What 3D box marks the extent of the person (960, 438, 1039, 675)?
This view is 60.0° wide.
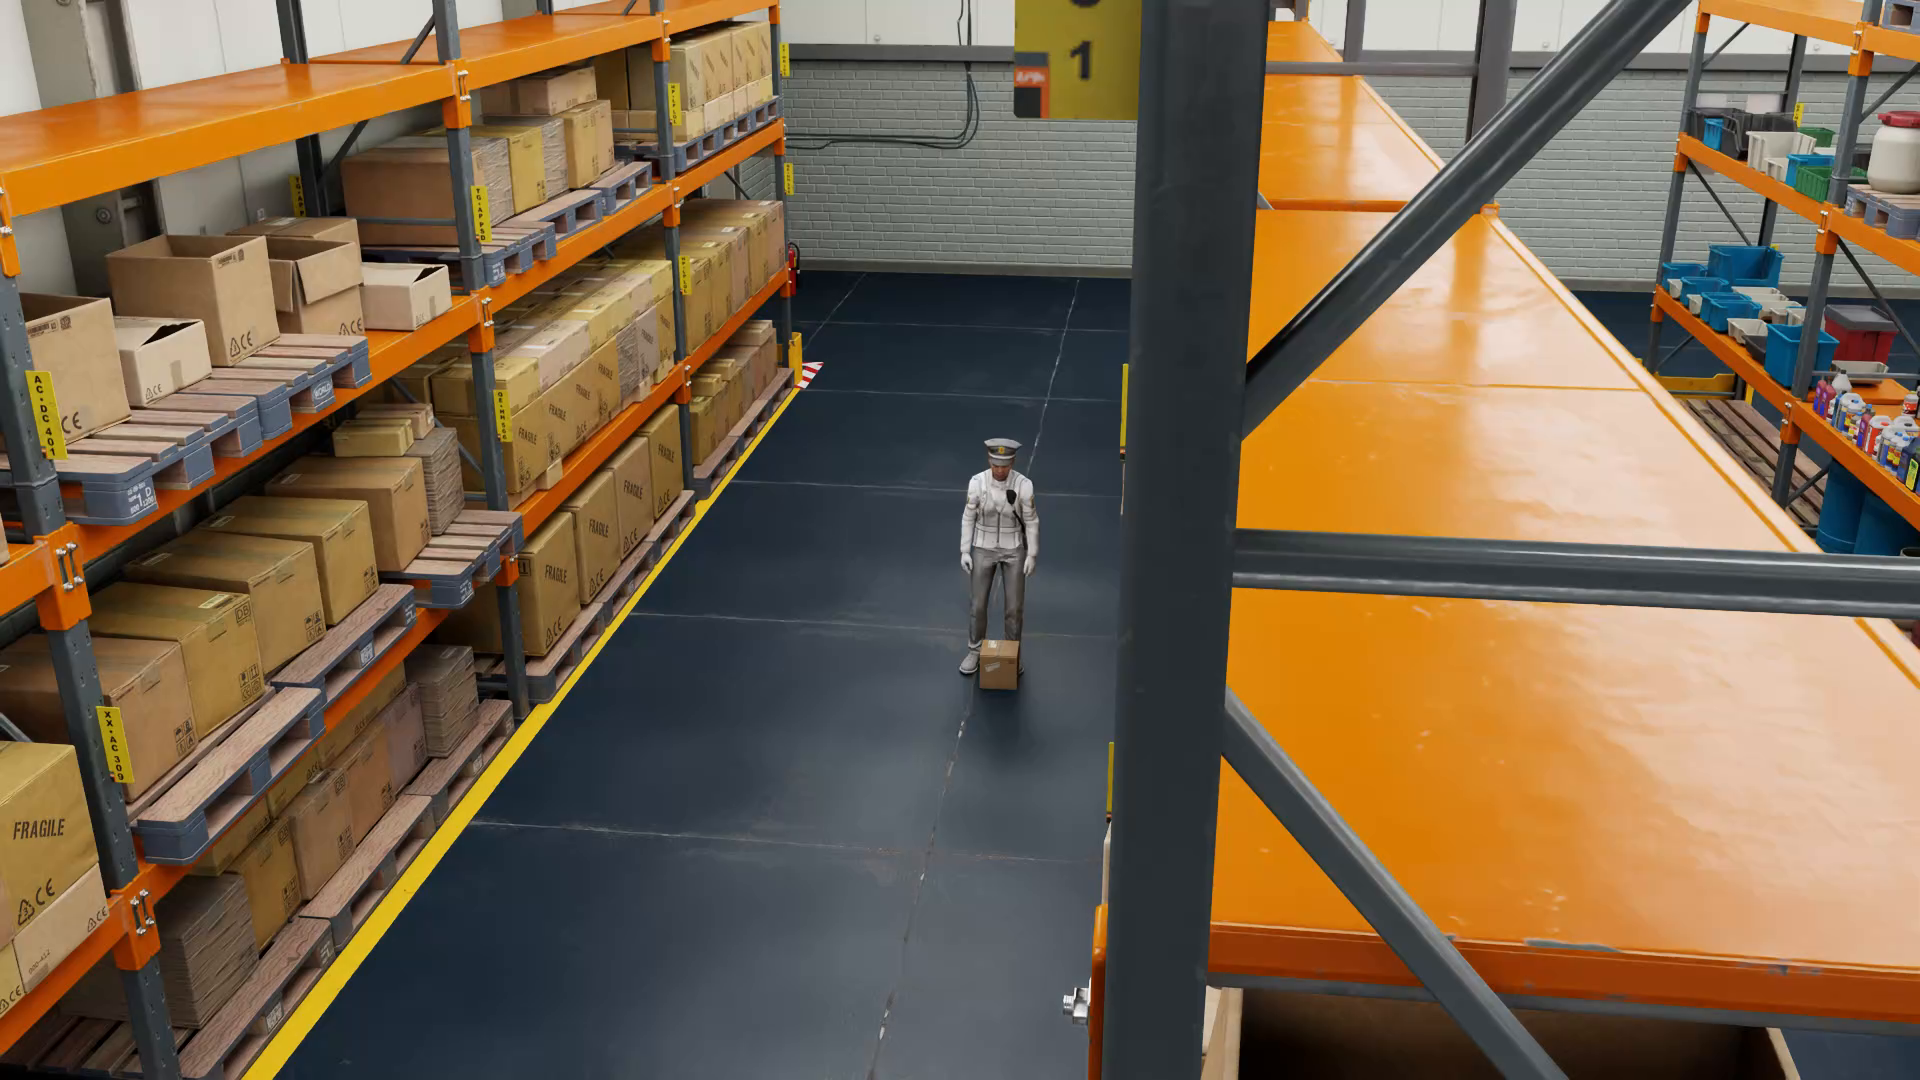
[{"bbox_3d":[0.266,0.098,11.222,0.527,1.664,0.372,3,21,7],"label":"person"}]
